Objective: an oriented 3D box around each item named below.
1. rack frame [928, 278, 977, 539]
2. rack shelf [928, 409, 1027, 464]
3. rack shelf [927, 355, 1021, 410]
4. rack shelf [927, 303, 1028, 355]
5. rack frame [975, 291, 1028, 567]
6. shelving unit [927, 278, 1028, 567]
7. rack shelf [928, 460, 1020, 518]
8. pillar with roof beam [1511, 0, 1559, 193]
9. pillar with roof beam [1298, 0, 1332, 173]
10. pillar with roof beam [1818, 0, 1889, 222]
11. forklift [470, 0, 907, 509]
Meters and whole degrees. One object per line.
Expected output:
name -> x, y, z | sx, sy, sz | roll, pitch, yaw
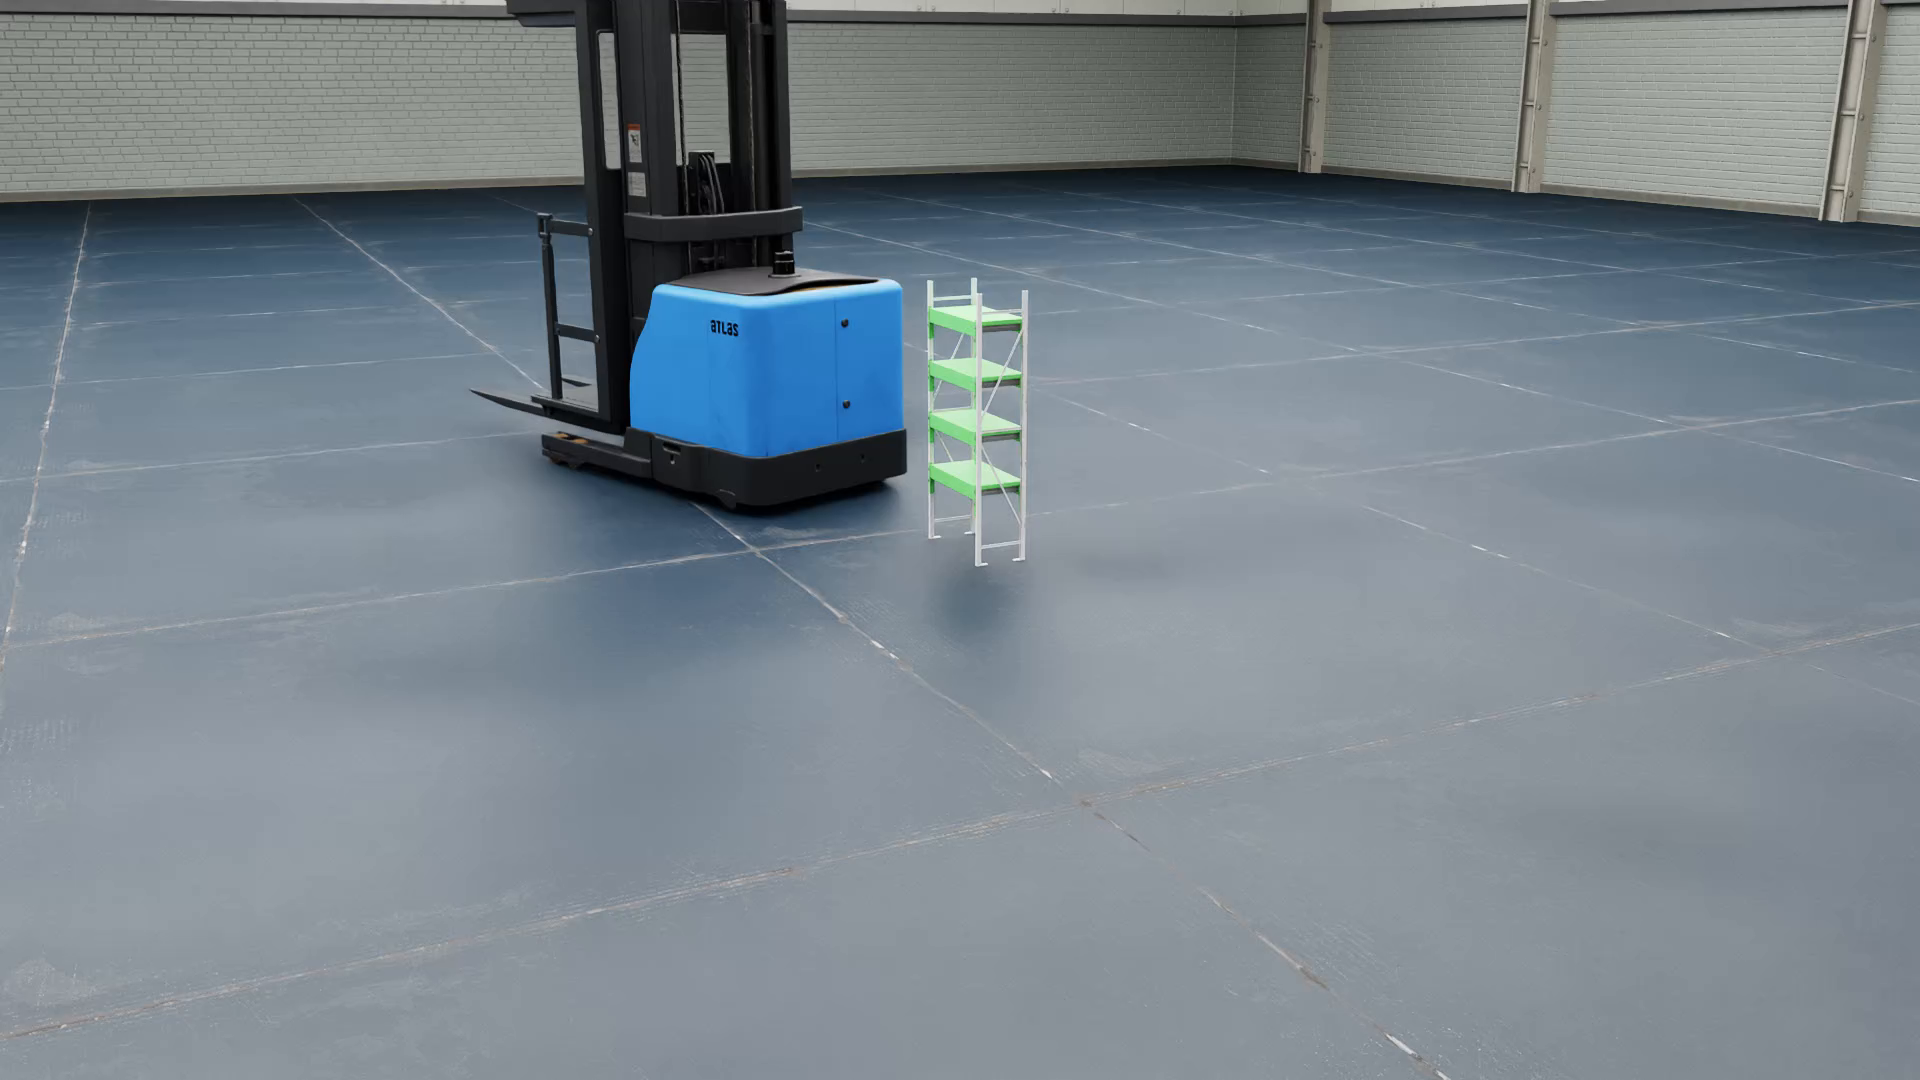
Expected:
rack frame -> -0.034, -0.596, 7.653 | 0.240, 1.200, 0.015 | -8, 18, -25
rack shelf -> 0.073, -0.474, 7.460 | 0.258, 0.148, 0.480 | -8, 18, -25
rack shelf -> 0.073, -0.705, 7.394 | 0.258, 0.148, 0.480 | -8, 18, -25
rack shelf -> 0.073, -0.936, 7.327 | 0.258, 0.148, 0.480 | -8, 18, -25
rack frame -> 0.179, -0.475, 7.231 | 0.240, 1.200, 0.015 | -8, 18, -25
shelving unit -> 0.073, -0.536, 7.442 | 0.258, 1.200, 0.503 | -8, 18, -25
rack shelf -> 0.073, -0.244, 7.526 | 0.258, 0.148, 0.480 | -8, 18, -25
pillar with roof beam -> 5.872, -9.794, 25.565 | 9.100, 9.000, 0.400 | -8, 18, -25
pillar with roof beam -> 3.244, -11.281, 30.749 | 9.100, 9.000, 0.400 | -8, 18, -25
pillar with roof beam -> 8.501, -8.306, 20.380 | 9.100, 9.000, 0.400 | -8, 18, -25
forklift -> -1.681, -1.887, 9.012 | 3.031, 2.935, 1.130 | 15, 22, 42
